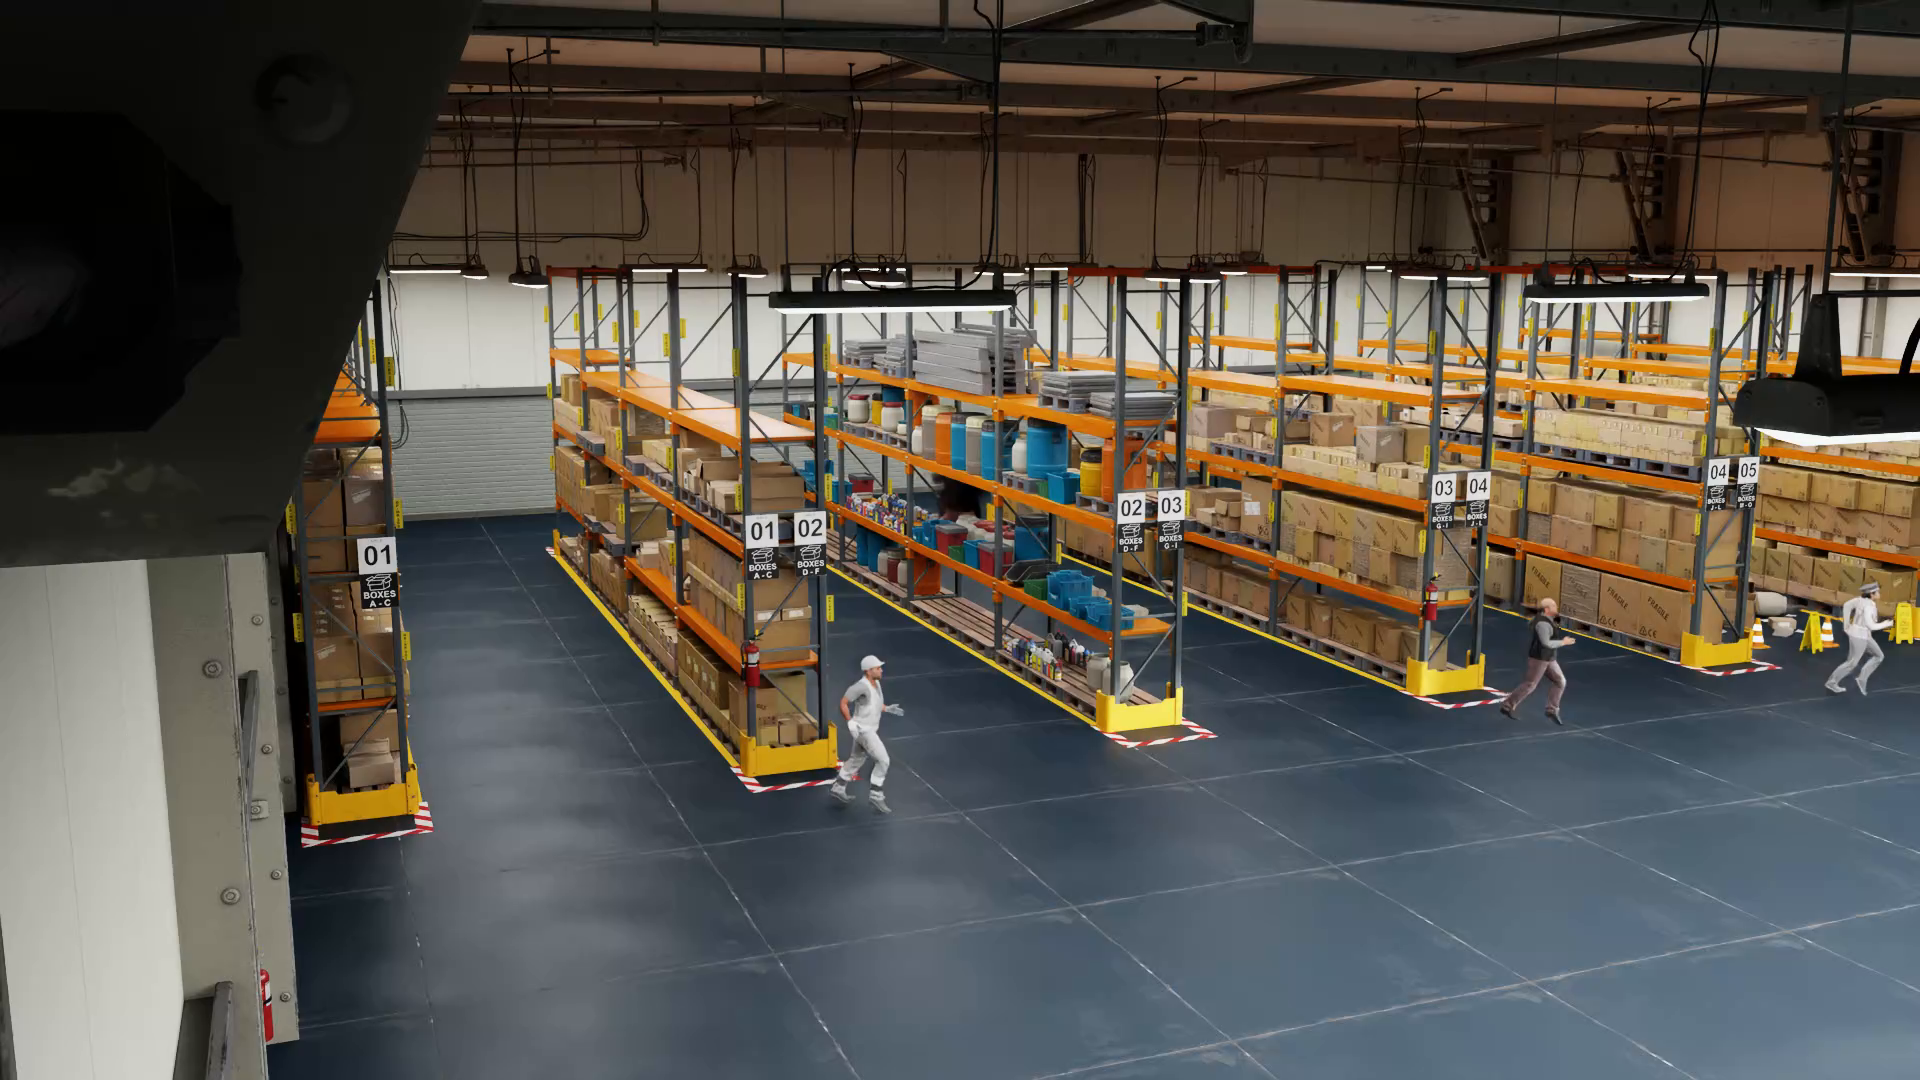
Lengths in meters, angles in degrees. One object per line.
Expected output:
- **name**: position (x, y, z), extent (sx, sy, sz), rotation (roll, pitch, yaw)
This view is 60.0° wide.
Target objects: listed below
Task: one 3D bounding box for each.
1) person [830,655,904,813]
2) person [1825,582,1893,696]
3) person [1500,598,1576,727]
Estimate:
- **person**: position (-1.078, 2.199, 18.963), extent (0.866, 1.819, 0.587), rotation (1, 10, 8)
- **person**: position (12.845, 1.402, 23.732), extent (0.783, 1.670, 0.642), rotation (4, 11, 21)
- **person**: position (7.778, 1.638, 22.340), extent (0.898, 1.772, 0.664), rotation (5, 11, 26)
